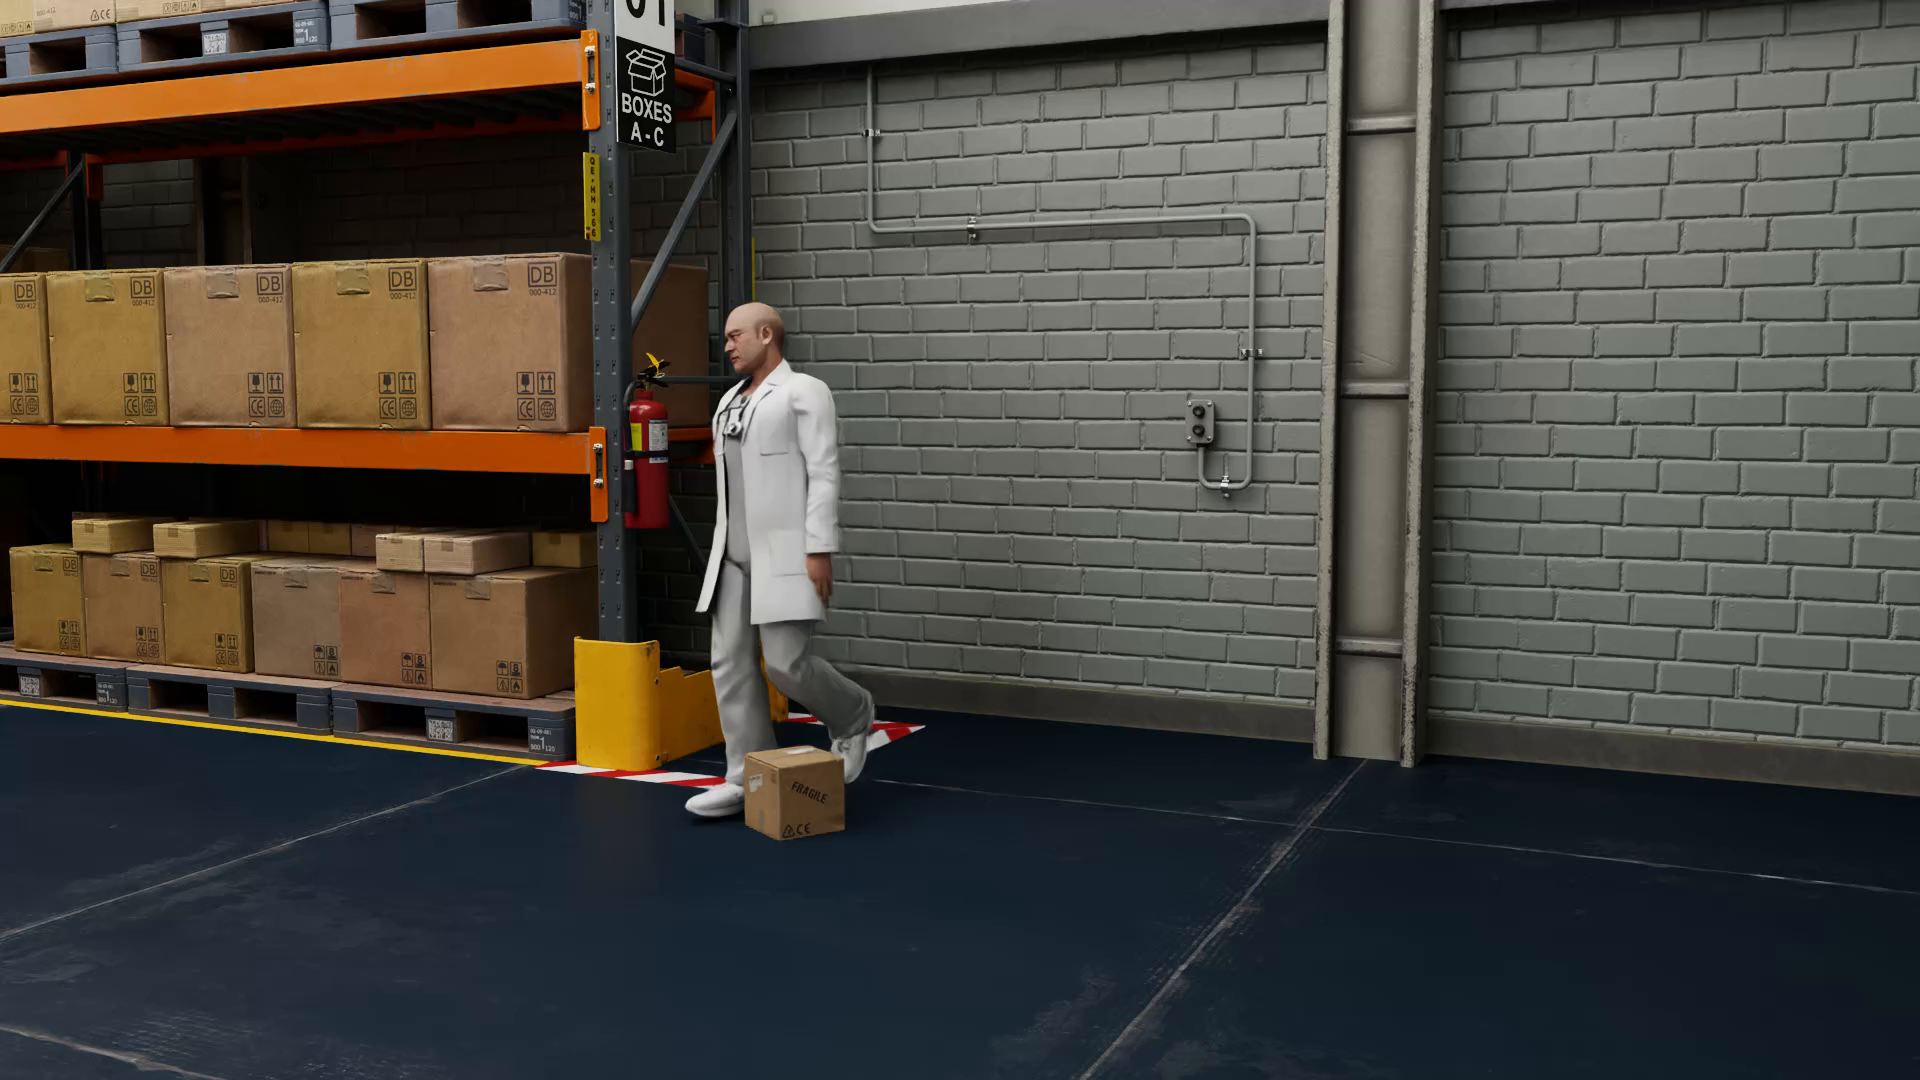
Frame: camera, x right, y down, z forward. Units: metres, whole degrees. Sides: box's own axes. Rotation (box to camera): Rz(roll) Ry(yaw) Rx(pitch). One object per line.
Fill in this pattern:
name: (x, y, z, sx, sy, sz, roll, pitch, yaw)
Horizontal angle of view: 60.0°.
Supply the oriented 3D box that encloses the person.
person: (-0.624, 0.054, 5.812, 0.596, 1.754, 0.778, 5, 7, 41)
